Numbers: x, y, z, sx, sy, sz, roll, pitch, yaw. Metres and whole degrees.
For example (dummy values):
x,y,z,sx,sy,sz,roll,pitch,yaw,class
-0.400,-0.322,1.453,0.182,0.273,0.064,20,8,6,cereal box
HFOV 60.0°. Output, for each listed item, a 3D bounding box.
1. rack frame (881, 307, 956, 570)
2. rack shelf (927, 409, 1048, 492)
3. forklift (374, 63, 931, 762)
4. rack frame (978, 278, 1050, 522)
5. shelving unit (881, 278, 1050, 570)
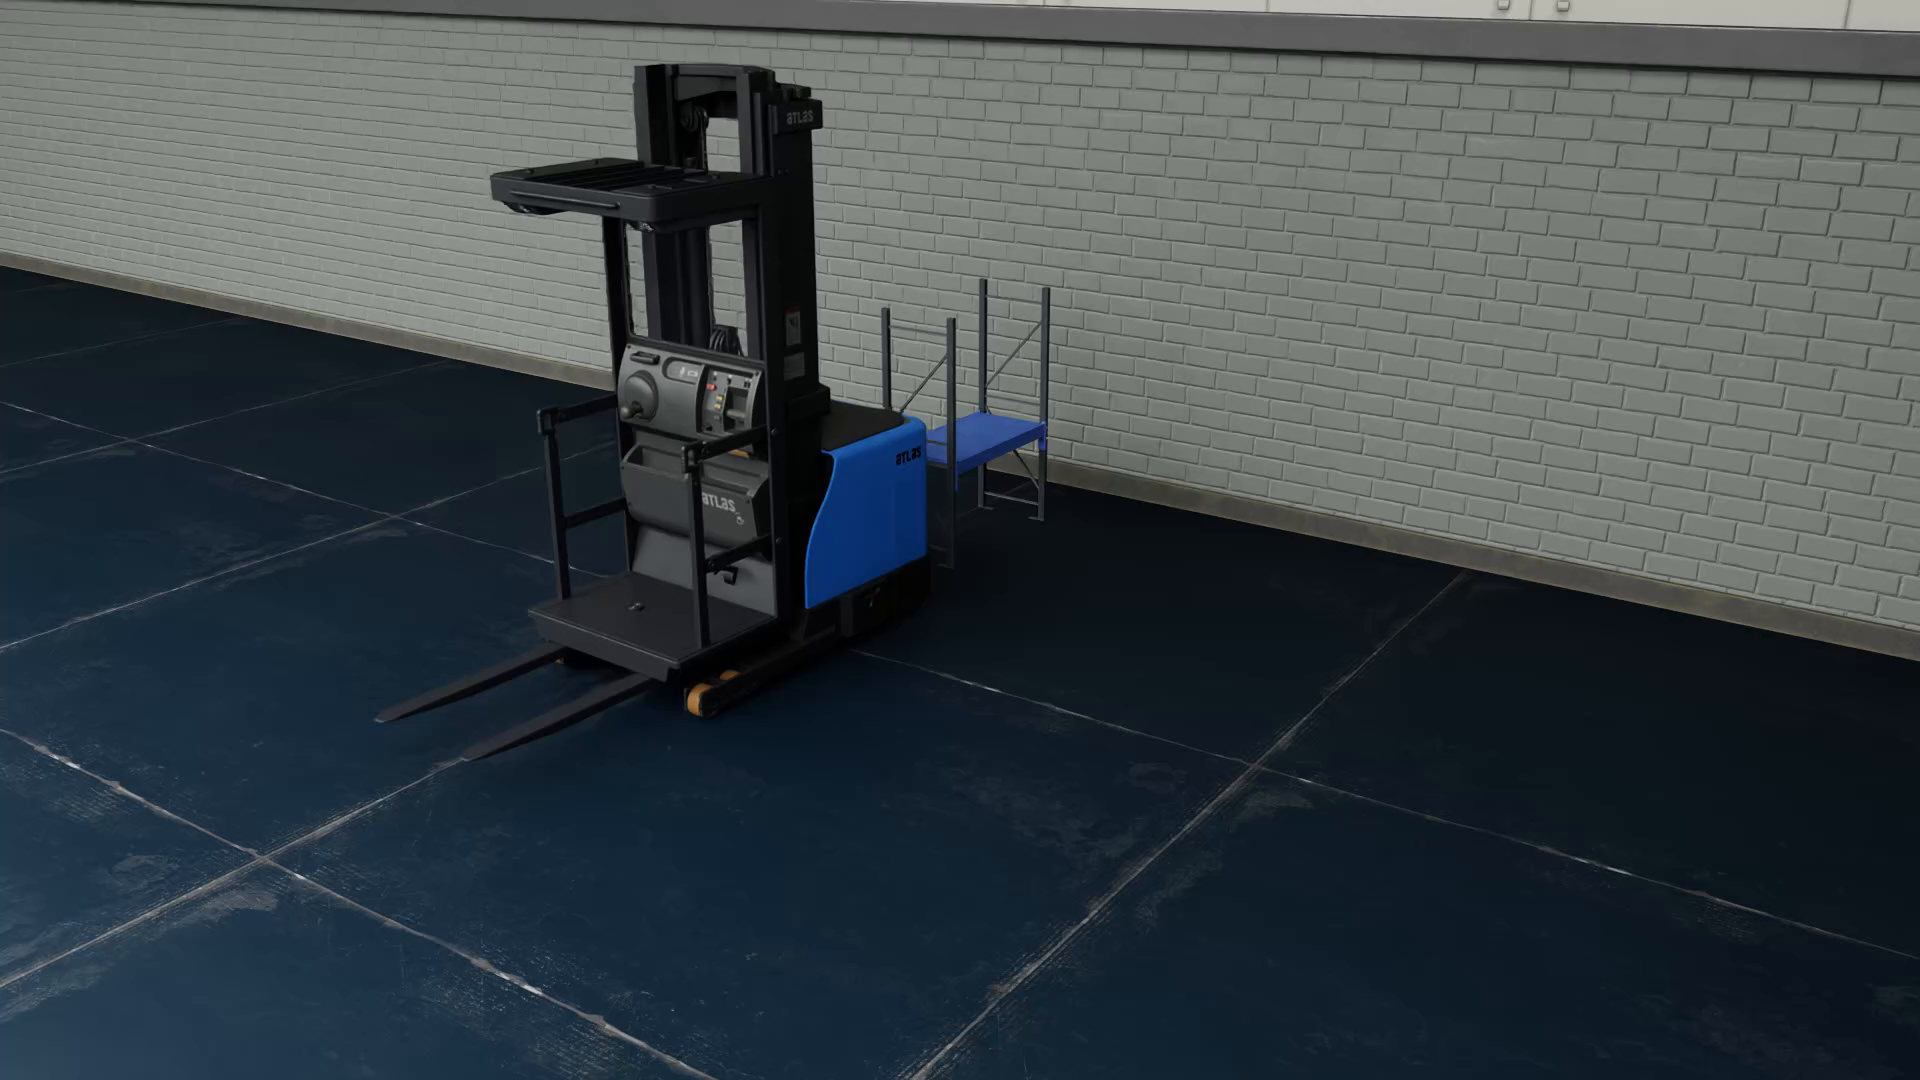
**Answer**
x,y,z,sx,sy,sz,roll,pitch,yaw,class
-0.238,-0.582,9.677,0.500,1.500,0.032,13,24,32,rack frame
0.048,-0.559,10.133,0.538,0.185,1.000,13,24,32,rack shelf
-1.451,-0.713,7.967,1.130,2.935,3.031,15,25,34,forklift
0.334,-0.874,10.465,0.500,1.500,0.032,13,24,32,rack frame
0.048,-0.728,10.071,0.538,1.500,1.048,13,24,32,shelving unit
